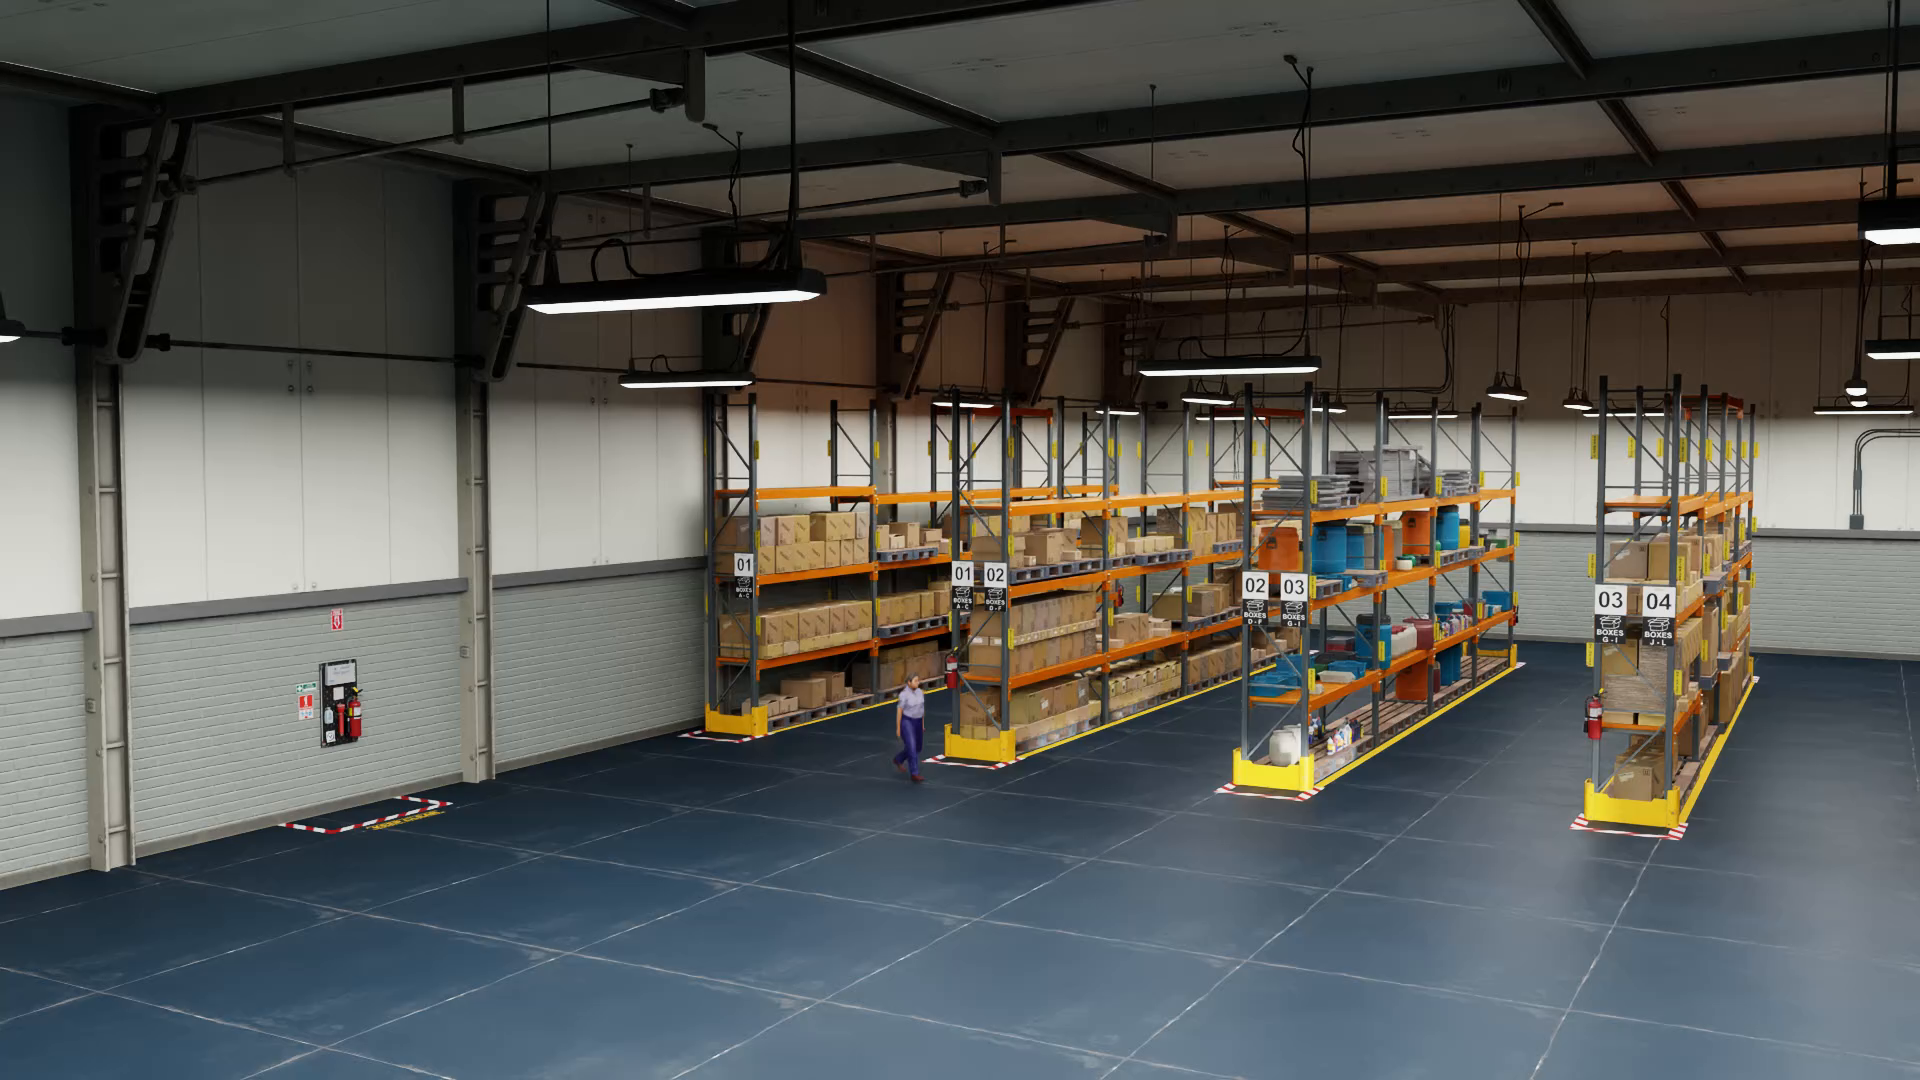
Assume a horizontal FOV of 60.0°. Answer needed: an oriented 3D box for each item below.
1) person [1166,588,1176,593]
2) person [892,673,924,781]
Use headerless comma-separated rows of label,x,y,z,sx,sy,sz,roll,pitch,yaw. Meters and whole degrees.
person,5.222,1.991,40.162,0.695,1.685,0.720,3,4,40
person,-0.752,2.820,25.364,0.883,1.610,0.511,3,4,43
